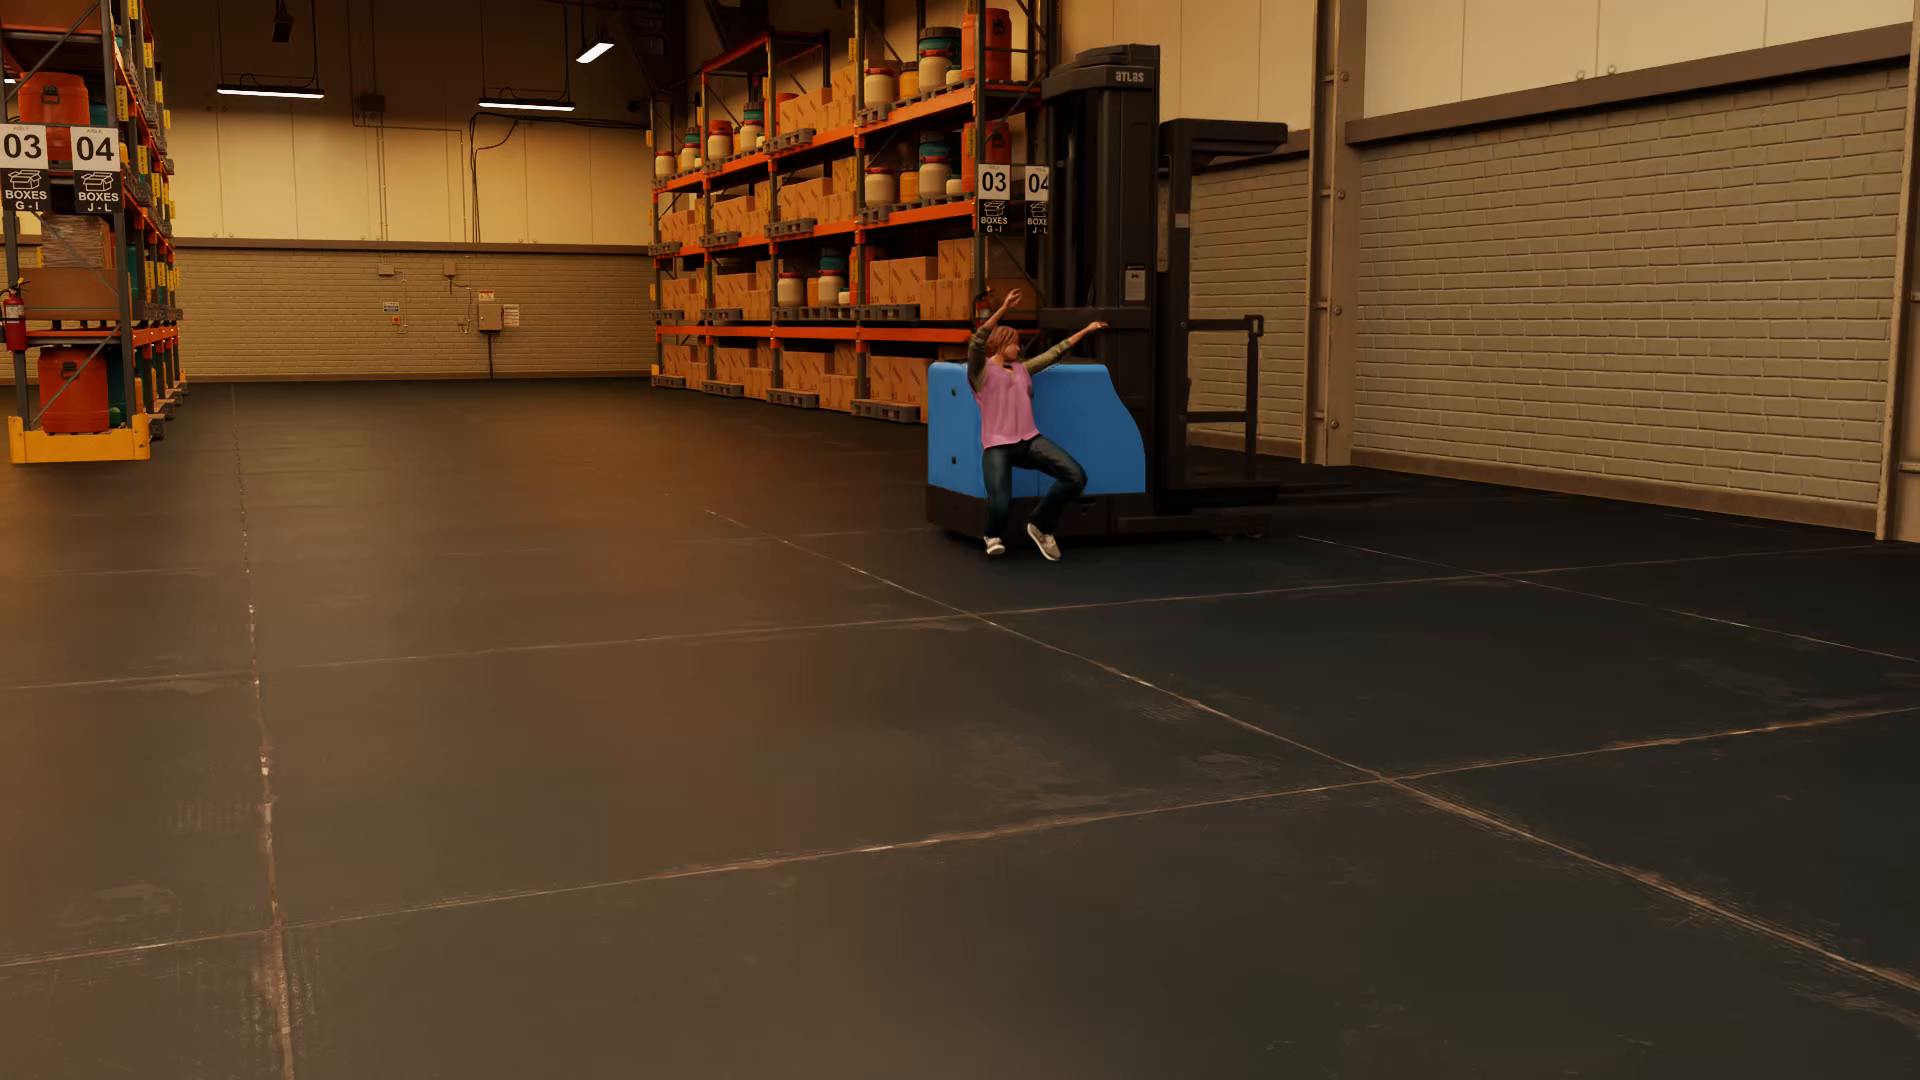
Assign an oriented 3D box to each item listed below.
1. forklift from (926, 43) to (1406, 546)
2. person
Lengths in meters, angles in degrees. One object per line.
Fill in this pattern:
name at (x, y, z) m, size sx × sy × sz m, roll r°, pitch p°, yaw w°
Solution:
forklift at (1.358, -1.512, 10.411) m, size 3.031 × 2.935 × 1.130 m, roll -3°, pitch 8°, yaw -20°
person at (0.472, -0.636, 9.254) m, size 0.933 × 1.504 × 0.728 m, roll -4°, pitch 8°, yaw -25°
